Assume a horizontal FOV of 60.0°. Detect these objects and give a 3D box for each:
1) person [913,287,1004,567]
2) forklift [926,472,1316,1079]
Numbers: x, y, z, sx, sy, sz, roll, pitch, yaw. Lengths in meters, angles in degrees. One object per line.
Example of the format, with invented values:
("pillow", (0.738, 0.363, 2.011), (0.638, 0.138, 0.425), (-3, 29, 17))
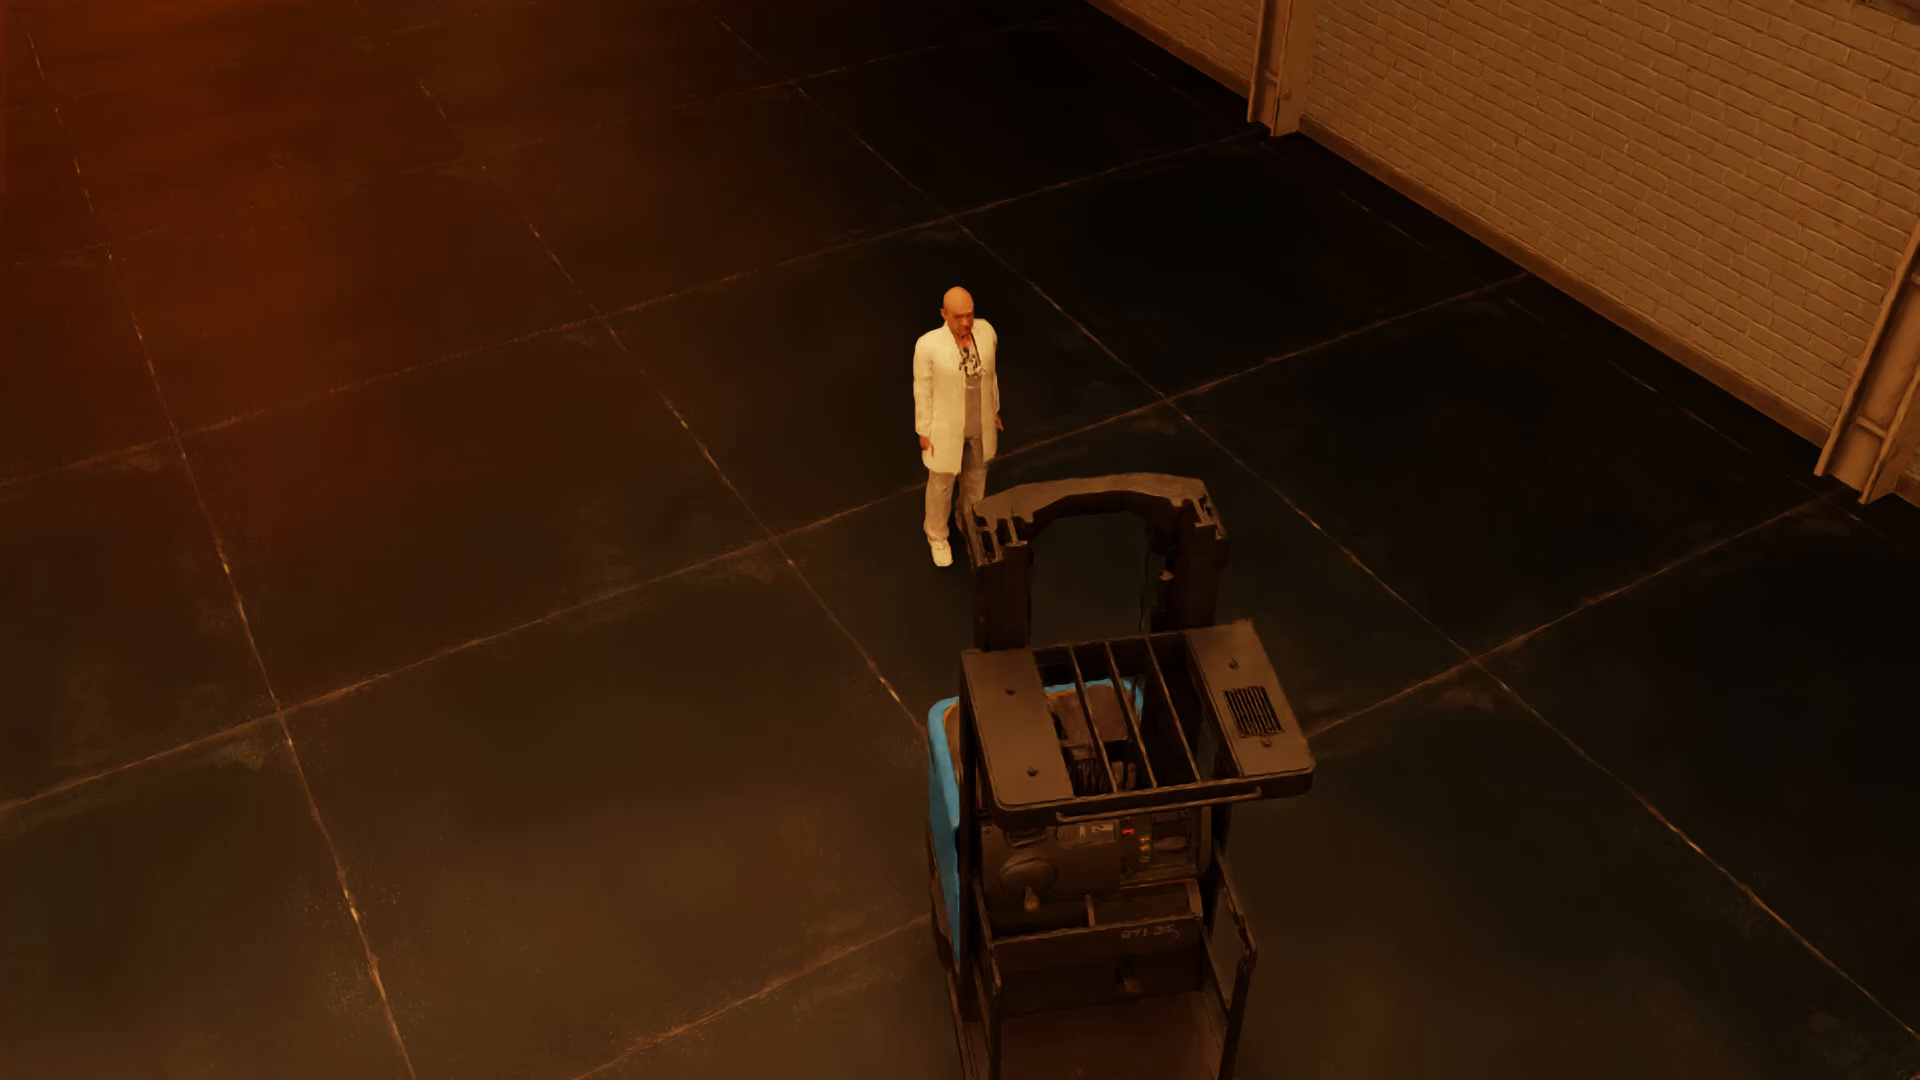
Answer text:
("person", (0.015, -0.672, 9.746), (0.558, 1.783, 0.377), (-20, 44, -23))
("forklift", (0.582, 1.321, 6.443), (1.130, 2.935, 3.031), (-6, 40, -7))
